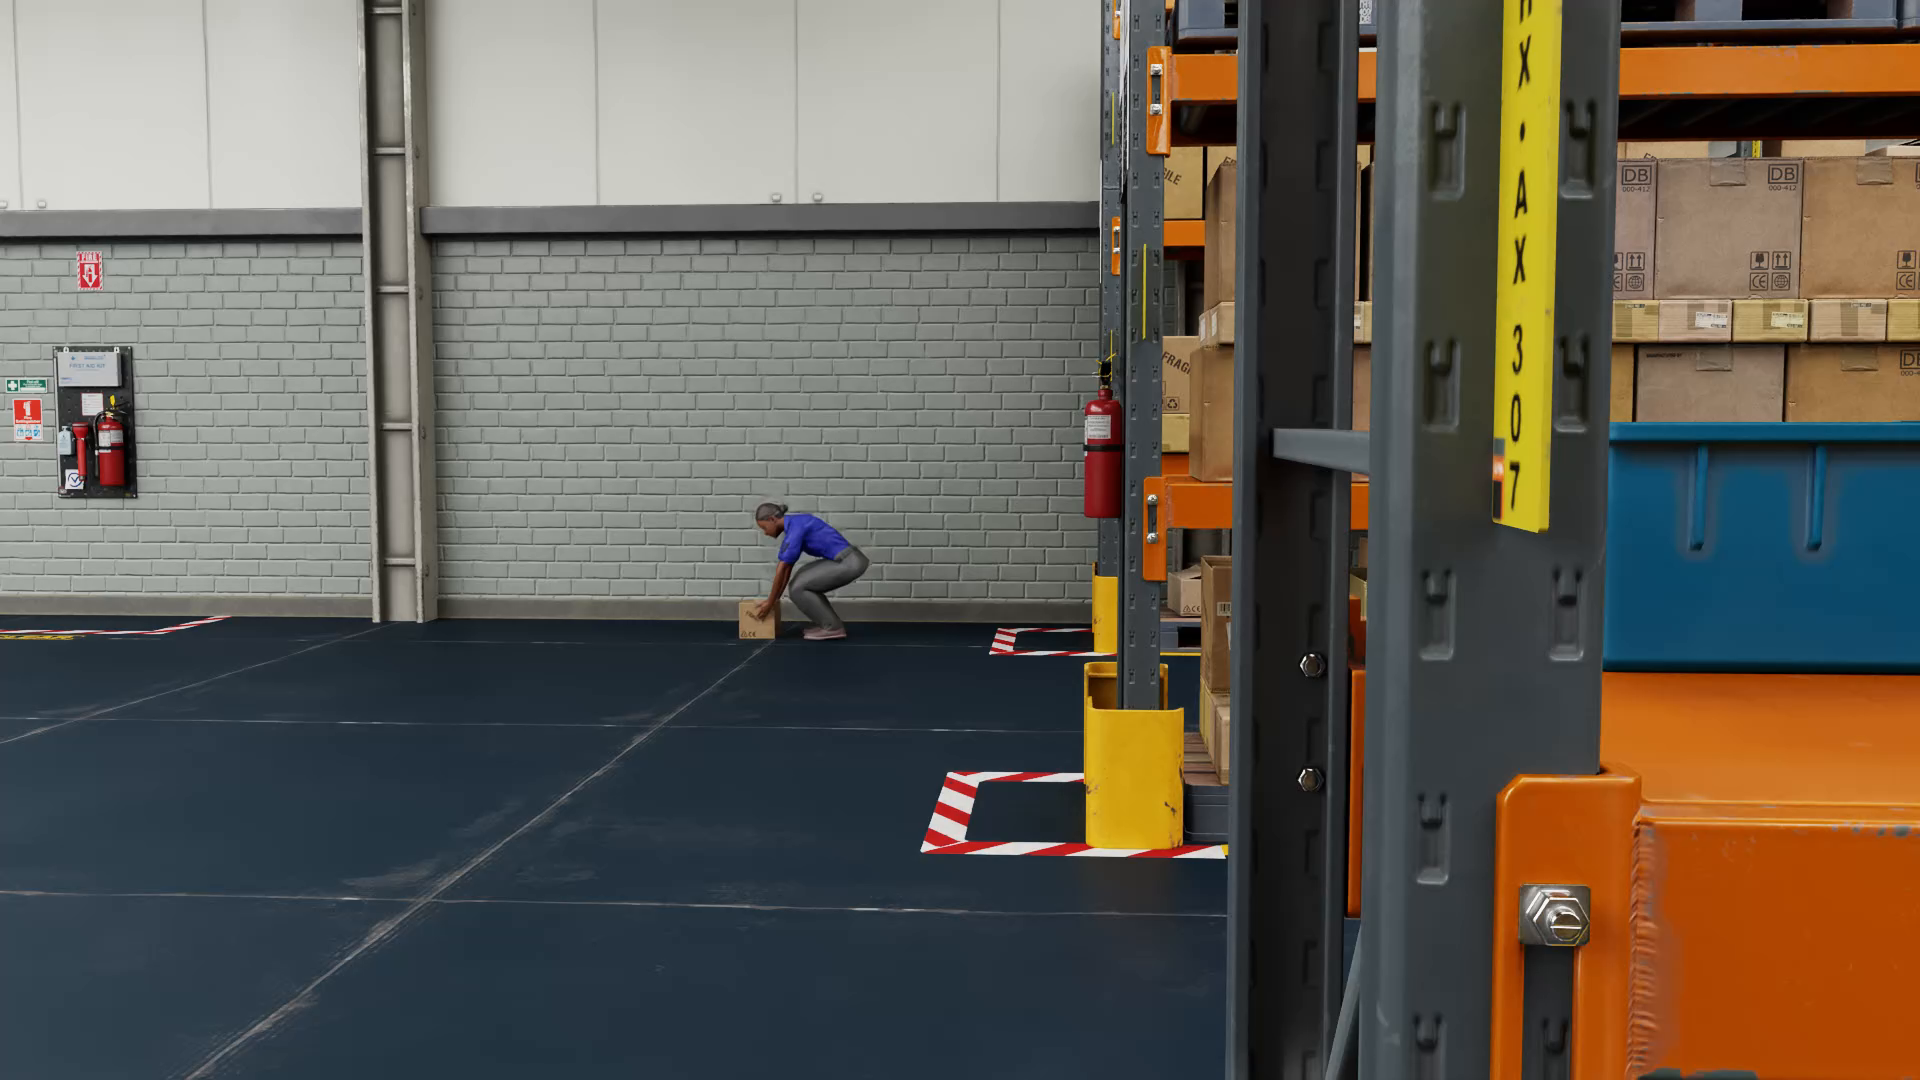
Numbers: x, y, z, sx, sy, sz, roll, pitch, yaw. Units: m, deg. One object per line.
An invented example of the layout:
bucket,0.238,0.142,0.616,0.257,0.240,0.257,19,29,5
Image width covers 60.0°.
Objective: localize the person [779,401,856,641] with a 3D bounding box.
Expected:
person,-0.990,-0.136,11.585,0.515,1.656,0.413,0,4,3
